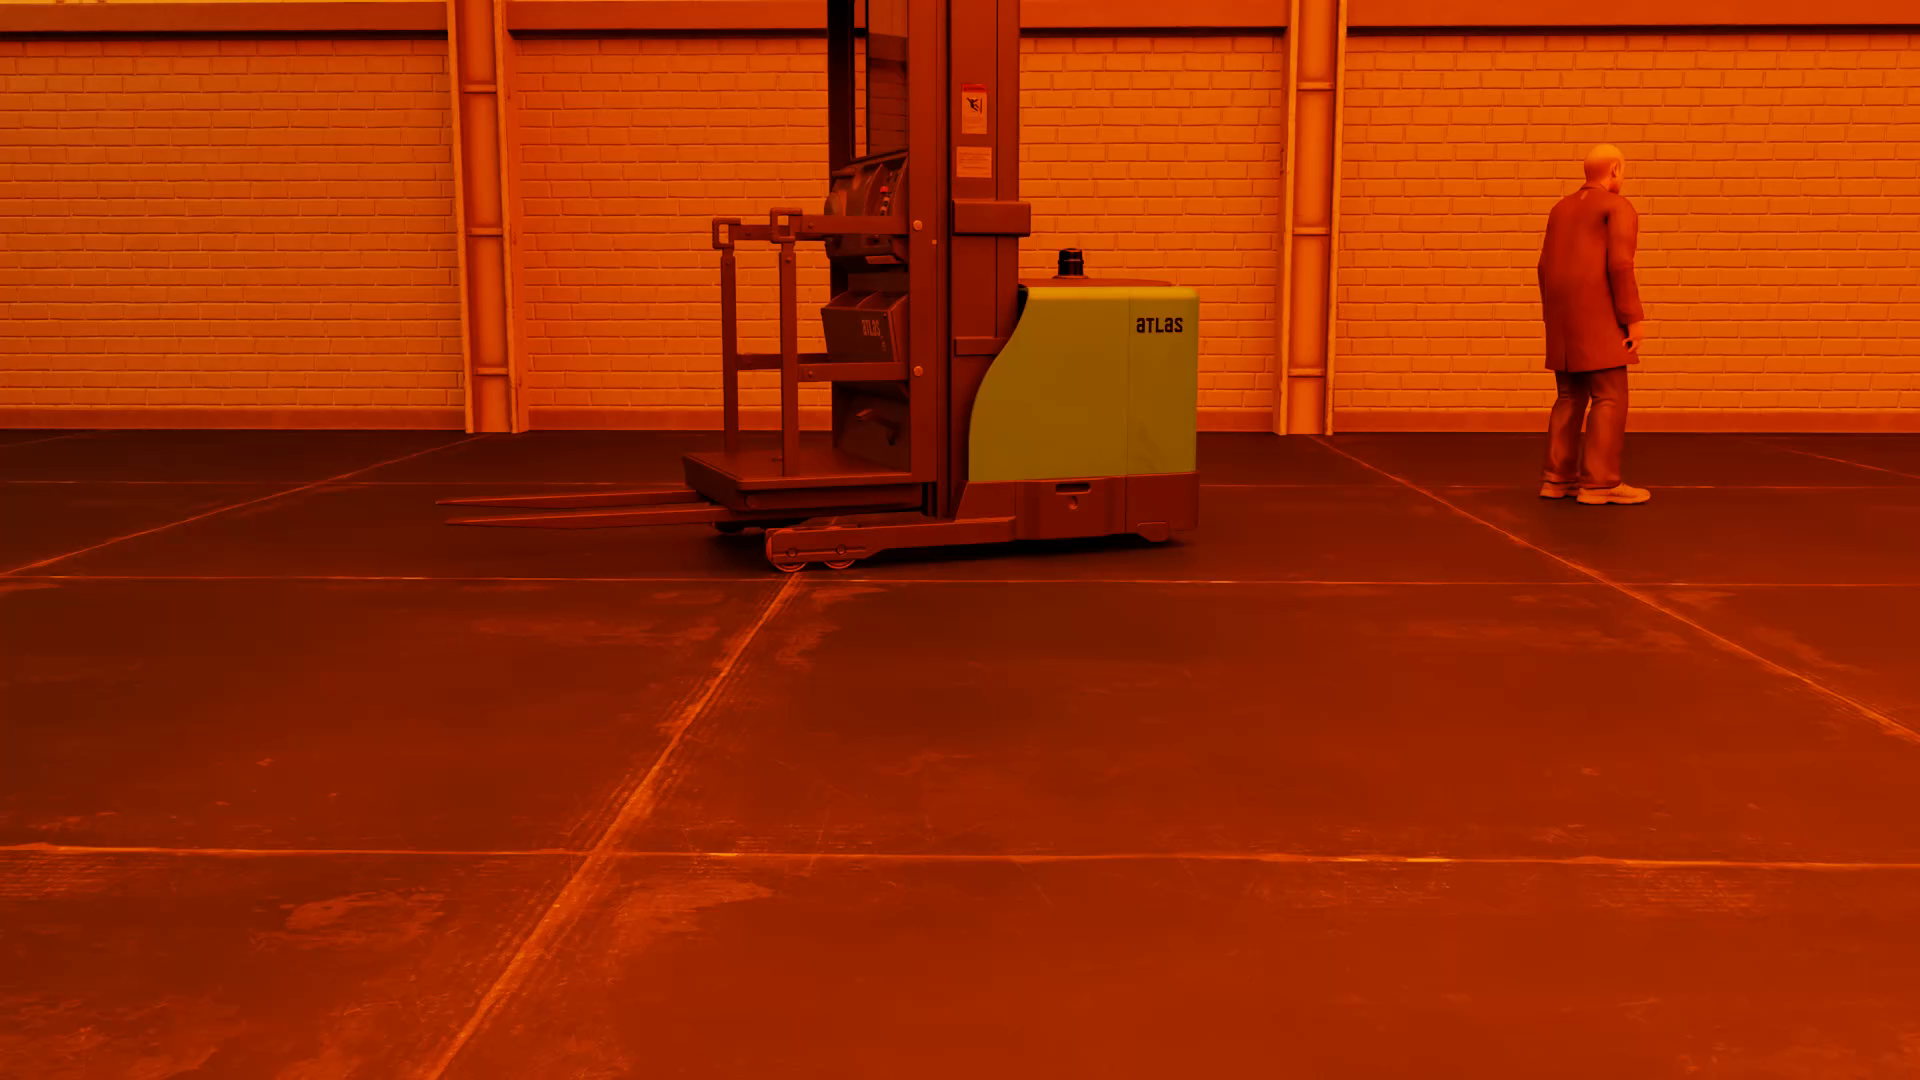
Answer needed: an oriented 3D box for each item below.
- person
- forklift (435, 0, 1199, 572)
[{"bbox_3d":[3.167,-1.085,8.358,0.420,1.774,0.644,-4,9,-22],"label":"person"},{"bbox_3d":[-0.569,-1.416,6.694,3.031,2.935,1.130,-3,9,-20],"label":"forklift"}]
